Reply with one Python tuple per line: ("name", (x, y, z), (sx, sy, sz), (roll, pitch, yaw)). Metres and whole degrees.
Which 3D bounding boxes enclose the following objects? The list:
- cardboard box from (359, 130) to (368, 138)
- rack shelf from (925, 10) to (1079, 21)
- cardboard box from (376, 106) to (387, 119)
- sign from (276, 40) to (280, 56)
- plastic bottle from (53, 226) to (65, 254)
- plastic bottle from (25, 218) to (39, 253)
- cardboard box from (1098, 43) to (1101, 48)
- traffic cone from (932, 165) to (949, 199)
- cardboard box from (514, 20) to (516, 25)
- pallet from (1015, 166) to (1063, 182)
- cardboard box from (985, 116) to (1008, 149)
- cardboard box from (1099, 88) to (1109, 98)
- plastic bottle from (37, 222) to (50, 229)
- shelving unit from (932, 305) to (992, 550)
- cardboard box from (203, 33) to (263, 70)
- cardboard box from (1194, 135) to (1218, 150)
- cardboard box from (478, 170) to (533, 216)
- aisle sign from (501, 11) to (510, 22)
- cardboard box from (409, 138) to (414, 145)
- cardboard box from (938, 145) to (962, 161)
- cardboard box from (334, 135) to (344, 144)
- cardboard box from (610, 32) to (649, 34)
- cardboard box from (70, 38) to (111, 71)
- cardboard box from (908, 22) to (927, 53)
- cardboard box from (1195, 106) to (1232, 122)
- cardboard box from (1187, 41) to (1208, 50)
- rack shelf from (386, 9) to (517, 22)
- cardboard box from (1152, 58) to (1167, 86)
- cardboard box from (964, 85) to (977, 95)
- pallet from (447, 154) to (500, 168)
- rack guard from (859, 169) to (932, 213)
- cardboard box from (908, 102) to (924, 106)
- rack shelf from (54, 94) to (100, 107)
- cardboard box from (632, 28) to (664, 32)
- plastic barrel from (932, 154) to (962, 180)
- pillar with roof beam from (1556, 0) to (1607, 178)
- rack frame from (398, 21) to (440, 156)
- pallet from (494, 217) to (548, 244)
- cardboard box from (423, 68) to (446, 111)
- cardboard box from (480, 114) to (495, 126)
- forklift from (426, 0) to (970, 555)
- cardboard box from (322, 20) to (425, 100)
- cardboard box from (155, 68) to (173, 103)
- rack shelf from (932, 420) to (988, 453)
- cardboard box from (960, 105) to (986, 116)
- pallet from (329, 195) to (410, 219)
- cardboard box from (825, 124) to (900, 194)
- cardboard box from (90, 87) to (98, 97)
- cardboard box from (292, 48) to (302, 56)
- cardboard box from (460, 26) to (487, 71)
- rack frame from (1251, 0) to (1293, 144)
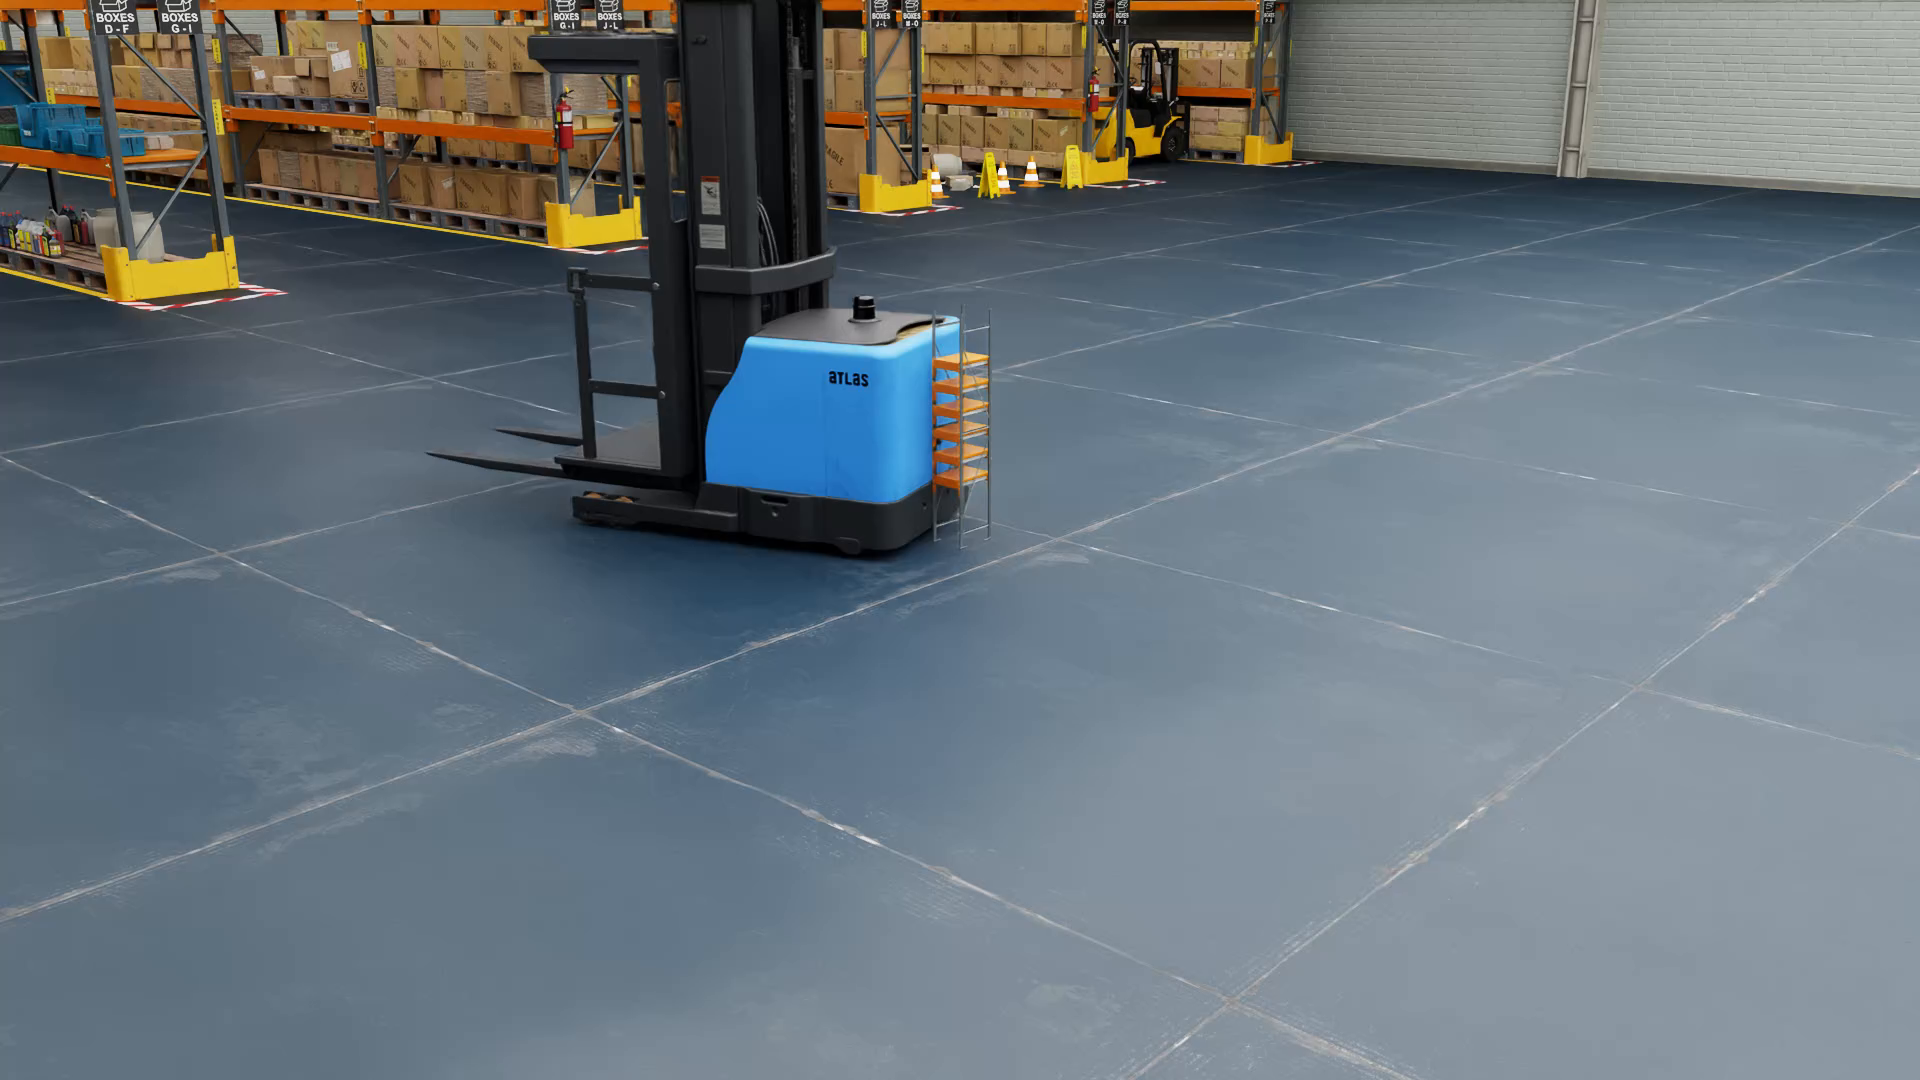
("cardboard box", (-11.077, -7.665, 31.331), (0.250, 0.149, 0.380), (16, 23, 41))
("rack shelf", (1.108, -10.616, 33.333), (4.000, 0.370, 1.077), (15, 23, 39))
("cardboard box", (-7.304, -5.530, 21.494), (0.250, 0.149, 0.380), (15, 23, 39))
("sign", (-13.233, -9.563, 32.353), (0.005, 0.325, 0.100), (15, 23, 39))
("plastic bottle", (-9.326, -3.103, 17.194), (0.133, 0.283, 0.061), (15, 23, 39))
("plastic bottle", (-9.627, -3.171, 17.298), (0.185, 0.351, 0.144), (16, 24, 41))
("cardboard box", (2.646, -9.495, 31.841), (0.250, 0.149, 0.380), (16, 23, 40))
("traffic cone", (-0.361, -5.279, 24.480), (0.334, 0.463, 0.336), (15, 23, 39))
("cardboard box", (-9.338, -11.076, 35.662), (0.250, 0.149, 0.380), (16, 23, 41))
("pallet", (1.663, -6.058, 27.350), (1.213, 0.211, 1.003), (15, 23, 39))
("cardboard box", (0.766, -6.756, 27.553), (0.500, 0.500, 0.500), (14, 23, 38))
("cardboard box", (2.187, -7.196, 26.742), (0.250, 0.149, 0.380), (15, 23, 39))
("plastic bottle", (-9.686, -3.212, 17.548), (0.135, 0.276, 0.152), (15, 23, 39))
("shelving unit", (0.011, -0.569, 8.421), (0.189, 1.200, 0.258), (15, 23, 39))
("cardboard box", (-10.793, -7.241, 24.645), (0.637, 0.503, 0.797), (16, 24, 41))
("cardboard box", (4.669, -7.339, 30.628), (0.500, 0.250, 0.500), (15, 23, 39))
("cardboard box", (-5.655, -4.338, 20.761), (0.500, 0.500, 0.500), (-16, 23, -41))
("aisle sign", (-9.909, -11.601, 35.909), (0.004, 0.787, 0.394), (15, 23, 39))
("cardboard box", (-10.139, -7.510, 31.336), (0.250, 0.149, 0.380), (16, 24, 41))
("cardboard box", (-0.019, -6.609, 28.329), (0.500, 0.250, 0.500), (17, 24, 42))
("cardboard box", (-11.752, -7.679, 31.867), (0.250, 0.149, 0.380), (14, 22, 37))
("cardboard box", (-5.037, -7.690, 26.066), (0.500, 0.500, 0.700), (15, 23, 40))
("cardboard box", (-14.142, -7.929, 27.153), (0.500, 0.500, 0.500), (15, 23, 40))
("cardboard box", (-0.502, -8.532, 28.227), (0.500, 0.500, 0.700), (15, 23, 39))
("cardboard box", (4.659, -7.813, 30.471), (0.500, 0.250, 0.500), (16, 23, 40))
("cardboard box", (4.364, -9.030, 30.376), (0.250, 0.149, 0.380), (16, 23, 41))
("rack shelf", (-8.385, -9.155, 28.730), (4.000, 0.370, 1.077), (15, 23, 39))
("cardboard box", (3.905, -8.719, 30.960), (0.500, 0.500, 0.500), (15, 23, 40))
("cardboard box", (0.286, -7.489, 27.666), (0.250, 0.149, 0.380), (15, 23, 40))
("pallet", (-8.381, -6.740, 29.499), (1.213, 0.211, 1.003), (15, 23, 39))
("rack guard", (-0.888, -4.864, 23.111), (0.348, 0.500, 1.175), (15, 23, 39))
("cardboard box", (-0.925, -9.290, 35.292), (0.250, 0.149, 0.380), (14, 22, 37))
("rack shelf", (-14.745, -7.426, 28.242), (4.000, 0.370, 1.077), (15, 23, 39))
("cardboard box", (-6.134, -9.885, 32.981), (0.500, 0.500, 0.500), (15, 23, 39))
("plastic barrel", (-0.246, -6.045, 26.958), (0.512, 0.421, 0.421), (-3, 18, -8))
("pillar with roof beam", (7.304, -9.349, 23.193), (0.400, 9.000, 9.100), (15, 23, 39))
("rack frame", (-9.881, -8.470, 30.340), (0.127, 3.000, 1.000), (15, 23, 39))
("pallet", (-4.915, -3.816, 20.285), (1.213, 0.211, 1.003), (15, 23, 39))
("cardboard box", (-6.179, -5.661, 20.832), (0.500, 0.500, 0.875), (15, 23, 39))
("cardboard box", (-5.570, -5.096, 20.126), (0.250, 0.149, 0.380), (15, 23, 39))
("forklift", (-1.514, -1.593, 8.787), (3.031, 2.935, 1.130), (7, 19, 22))
("cardboard box", (-7.767, -6.439, 22.255), (1.000, 1.000, 1.000), (15, 23, 40))
("cardboard box", (-11.930, -6.963, 25.426), (0.500, 0.500, 0.500), (16, 23, 40))
("rack shelf", (0.011, -0.527, 8.434), (0.180, 0.103, 0.258), (15, 23, 39))
("cardboard box", (0.217, -7.185, 27.833), (0.250, 0.149, 0.380), (17, 24, 42))
("pallet", (-7.849, -4.588, 22.720), (1.213, 0.211, 1.003), (15, 23, 39))
("cardboard box", (-1.457, -5.369, 23.388), (0.875, 0.875, 0.875), (15, 23, 40))
("cardboard box", (-13.888, -7.287, 27.029), (0.250, 0.149, 0.380), (16, 23, 40))
("cardboard box", (-12.721, -9.309, 32.330), (0.500, 0.500, 0.500), (16, 24, 42))
("cardboard box", (-5.599, -5.879, 19.867), (0.500, 0.500, 0.500), (15, 23, 39))
("rack frame", (5.596, -8.324, 29.882), (0.127, 3.000, 1.000), (15, 23, 39))
